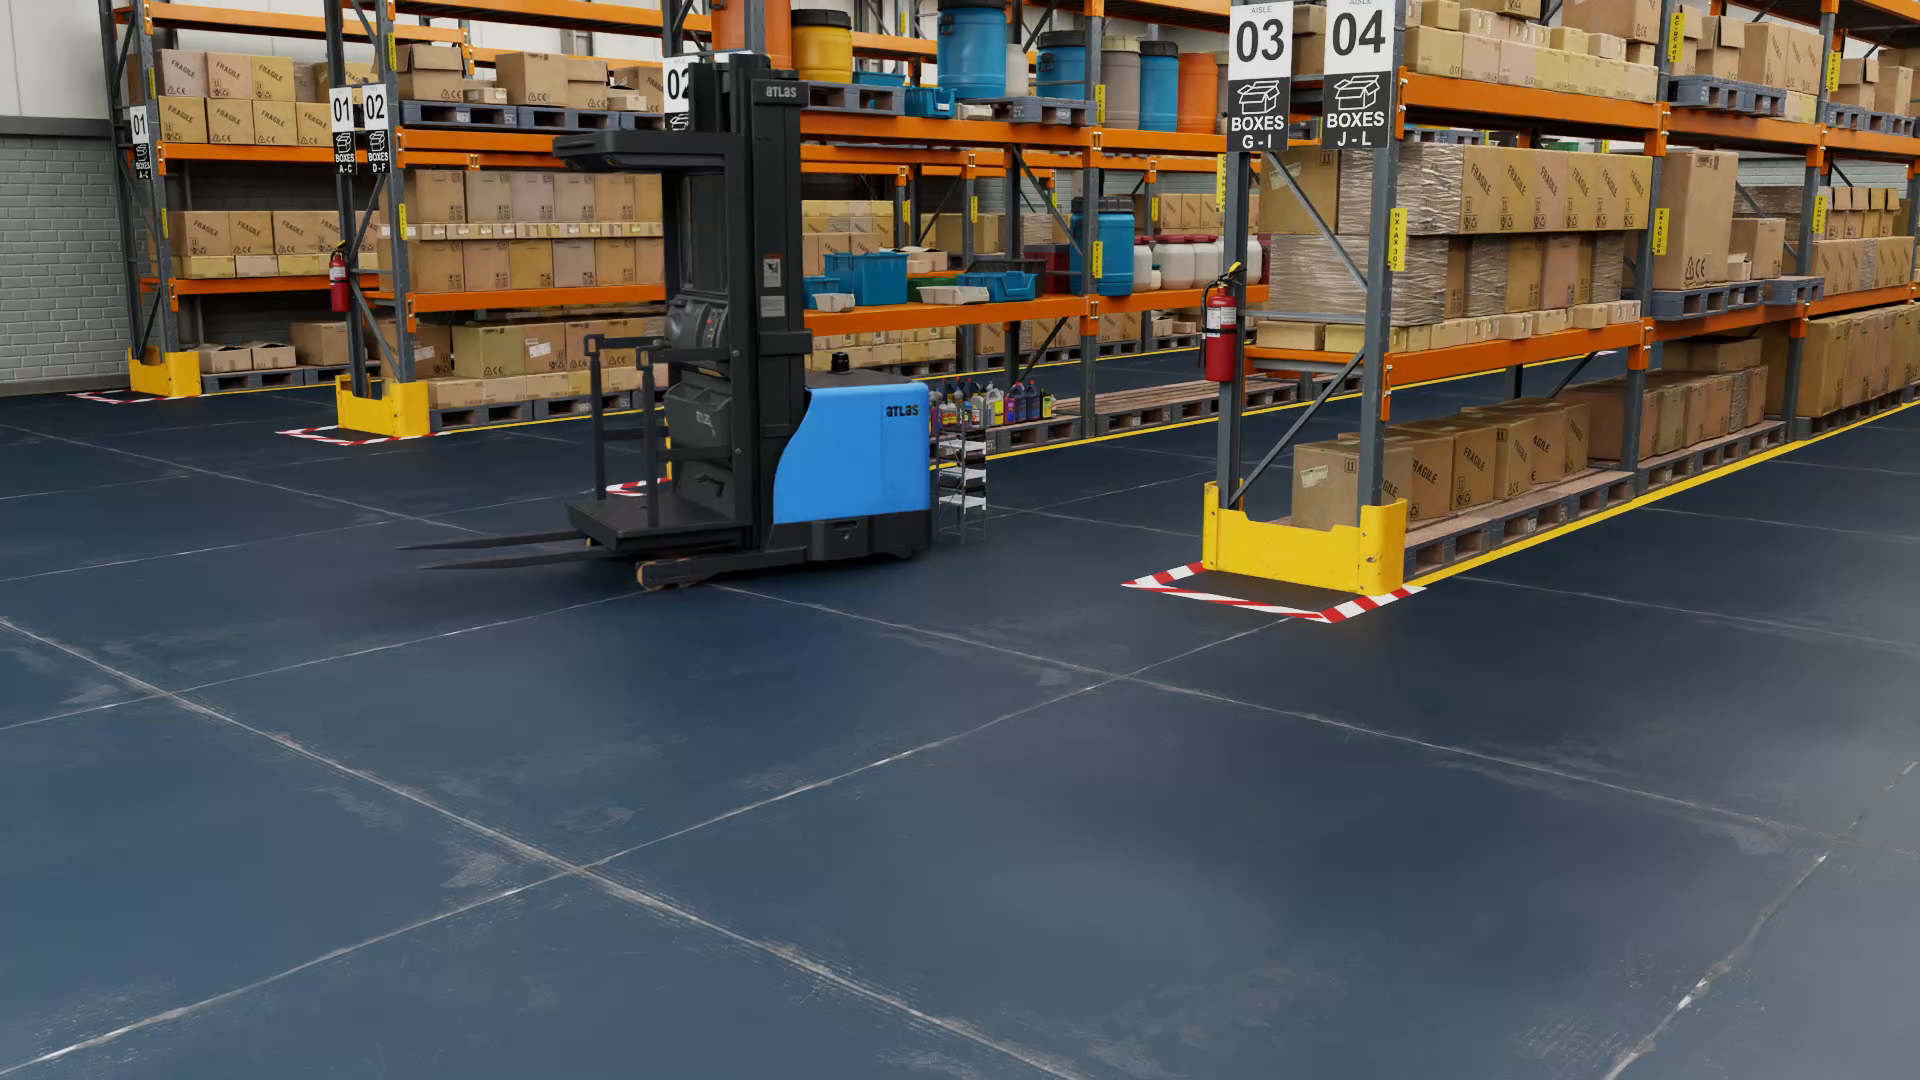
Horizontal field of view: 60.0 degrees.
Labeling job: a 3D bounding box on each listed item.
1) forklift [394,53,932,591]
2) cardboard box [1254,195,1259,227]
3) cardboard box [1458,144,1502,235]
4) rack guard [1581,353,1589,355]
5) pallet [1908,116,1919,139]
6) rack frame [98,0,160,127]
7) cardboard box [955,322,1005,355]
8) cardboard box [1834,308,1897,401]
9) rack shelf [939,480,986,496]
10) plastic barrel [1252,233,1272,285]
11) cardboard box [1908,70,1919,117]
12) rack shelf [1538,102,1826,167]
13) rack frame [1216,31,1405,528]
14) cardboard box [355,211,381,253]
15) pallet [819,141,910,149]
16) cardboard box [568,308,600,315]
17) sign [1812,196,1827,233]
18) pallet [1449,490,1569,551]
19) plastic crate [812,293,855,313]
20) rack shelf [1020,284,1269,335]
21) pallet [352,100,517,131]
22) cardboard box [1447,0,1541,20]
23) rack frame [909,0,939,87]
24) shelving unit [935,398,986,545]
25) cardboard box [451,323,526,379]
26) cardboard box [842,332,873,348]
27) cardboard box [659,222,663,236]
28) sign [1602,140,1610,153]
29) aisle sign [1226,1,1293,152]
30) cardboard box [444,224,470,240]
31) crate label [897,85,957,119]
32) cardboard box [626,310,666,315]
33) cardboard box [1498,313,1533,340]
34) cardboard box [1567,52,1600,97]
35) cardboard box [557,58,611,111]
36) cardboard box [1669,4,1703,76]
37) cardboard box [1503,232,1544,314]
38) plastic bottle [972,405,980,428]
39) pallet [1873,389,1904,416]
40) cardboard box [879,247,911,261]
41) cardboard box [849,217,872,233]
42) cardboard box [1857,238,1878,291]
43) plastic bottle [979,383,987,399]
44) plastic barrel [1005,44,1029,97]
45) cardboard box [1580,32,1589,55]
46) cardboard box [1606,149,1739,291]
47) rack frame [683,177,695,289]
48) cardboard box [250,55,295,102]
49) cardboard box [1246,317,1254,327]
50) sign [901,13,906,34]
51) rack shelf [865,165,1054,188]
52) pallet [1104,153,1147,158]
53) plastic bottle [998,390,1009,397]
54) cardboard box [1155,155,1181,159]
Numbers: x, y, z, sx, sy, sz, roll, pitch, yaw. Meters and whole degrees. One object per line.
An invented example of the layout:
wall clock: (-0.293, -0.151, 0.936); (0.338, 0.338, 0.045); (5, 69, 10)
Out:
forklift: (-1.711, -1.269, 9.582); (3.031, 2.935, 1.130); (-6, 13, -28)
cardboard box: (4.621, -5.245, 26.506); (0.500, 0.500, 0.500); (10, 15, 42)
cardboard box: (2.821, -2.049, 9.746); (0.500, 0.500, 0.500); (10, 15, 40)
rack guard: (8.766, -3.020, 24.554); (1.175, 0.500, 0.348); (10, 15, 40)
pallet: (10.387, -4.558, 18.441); (1.003, 0.211, 1.213); (10, 15, 40)
rack frame: (-9.244, -6.109, 18.322); (1.000, 3.000, 0.127); (10, 15, 40)
cardboard box: (0.275, -2.724, 21.951); (0.500, 0.500, 0.500); (11, 15, 43)
cardboard box: (8.843, -1.947, 17.154); (1.225, 0.875, 0.875); (9, 14, 38)
rack shelf: (0.005, -0.322, 10.653); (0.258, 0.077, 0.200); (10, 15, 40)
plastic barrel: (3.400, -3.023, 17.839); (0.600, 0.536, 0.708); (10, 15, 40)
cardboard box: (10.311, -4.909, 18.391); (0.700, 0.500, 0.500); (9, 14, 37)
rack shelf: (5.879, -3.247, 13.487); (1.077, 0.370, 4.000); (10, 15, 40)
rack frame: (1.918, -1.246, 9.291); (1.000, 3.000, 0.127); (10, 15, 40)
cardboard box: (-7.349, -3.803, 20.512); (0.500, 0.500, 0.500); (9, 15, 39)
pallet: (-1.357, -4.806, 19.940); (1.003, 0.211, 1.213); (11, 16, 43)
cardboard box: (-5.460, -3.008, 23.374); (0.700, 0.500, 0.500); (10, 15, 41)
sign: (7.613, -2.883, 14.734); (0.100, 0.325, 0.005); (10, 15, 40)
pallet: (3.337, -0.183, 11.090); (1.003, 0.211, 1.213); (10, 15, 40)
plastic crate: (-0.970, -1.847, 12.974); (0.298, 0.136, 0.250); (10, 15, 40)
rack shelf: (2.158, -2.416, 16.987); (1.077, 0.370, 4.000); (10, 15, 40)
pallet: (-5.034, -4.056, 15.925); (1.003, 0.211, 1.213); (10, 15, 40)
cardboard box: (3.101, -3.340, 9.828); (0.500, 0.500, 0.500); (10, 15, 40)
rack frame: (-0.240, -6.646, 21.012); (1.000, 3.000, 0.127); (10, 15, 40)
shelving unit: (0.005, -0.442, 10.629); (0.258, 0.900, 0.210); (10, 15, 40)
cardboard box: (-4.671, -1.877, 16.481); (0.500, 0.500, 0.500); (10, 15, 40)
cardboard box: (-1.406, -2.503, 20.102); (0.500, 0.311, 0.500); (10, 15, 42)
cardboard box: (-3.234, -3.340, 17.865); (0.380, 0.149, 0.250); (9, 15, 39)
sign: (9.183, -5.591, 23.655); (0.100, 0.325, 0.005); (10, 15, 40)
aisle sign: (1.652, -2.550, 9.185); (0.394, 0.787, 0.004); (10, 15, 40)
cardboard box: (-4.928, -2.963, 15.979); (0.380, 0.149, 0.250); (9, 15, 39)
crate label: (-0.319, -3.517, 13.383); (0.502, 0.251, 0.408); (10, 15, 40)
cardboard box: (-3.421, -2.313, 18.668); (0.500, 0.500, 0.500); (10, 15, 40)
cardboard box: (3.348, -1.342, 10.413); (0.380, 0.149, 0.250); (10, 15, 40)
cardboard box: (3.769, -2.980, 10.697); (0.500, 0.250, 0.500); (10, 15, 40)
cardboard box: (-4.062, -4.686, 17.162); (0.637, 0.503, 0.797); (-10, 15, -41)
cardboard box: (4.943, -3.618, 12.174); (0.797, 0.503, 0.637); (9, 14, 38)
cardboard box: (3.243, -1.747, 10.786); (0.875, 0.500, 0.500); (10, 15, 40)
plastic bottle: (0.122, -1.066, 14.412); (0.097, 0.201, 0.097); (0, 11, 0)
pallet: (9.387, -1.521, 17.786); (1.003, 0.211, 1.213); (10, 15, 40)
cardboard box: (-0.976, -3.554, 21.074); (0.500, 0.311, 0.500); (10, 15, 40)
cardboard box: (-1.768, -4.961, 26.823); (0.500, 0.500, 0.500); (10, 15, 41)
cardboard box: (8.730, -2.734, 16.484); (0.500, 0.500, 0.500); (10, 15, 41)
plastic bottle: (0.186, -1.304, 15.391); (0.061, 0.283, 0.133); (10, 15, 40)
plastic barrel: (0.406, -4.169, 14.908); (0.421, 0.512, 0.421); (0, 11, 0)
cardboard box: (3.827, -3.194, 10.752); (0.380, 0.149, 0.250); (11, 15, 42)
cardboard box: (5.188, -2.433, 12.632); (1.000, 1.000, 1.000); (10, 15, 41)
rack frame: (-1.802, -1.886, 12.497); (1.000, 3.000, 0.127); (10, 15, 40)
cardboard box: (-8.108, -5.357, 19.355); (0.500, 0.500, 0.500); (10, 15, 42)
cardboard box: (4.532, -3.548, 26.926); (0.380, 0.166, 0.250); (10, 15, 40)
sign: (-0.907, -8.303, 26.720); (0.100, 0.325, 0.005); (10, 15, 40)
rack shelf: (-0.003, -6.345, 28.999); (1.077, 0.370, 4.000); (10, 15, 40)
pallet: (1.917, -5.585, 23.835); (1.213, 0.211, 1.003); (10, 15, 40)
plastic bottle: (0.375, -1.210, 14.942); (0.152, 0.276, 0.135); (10, 15, 40)
cardboard box: (2.908, -5.730, 24.465); (0.500, 0.250, 0.500); (10, 15, 40)
